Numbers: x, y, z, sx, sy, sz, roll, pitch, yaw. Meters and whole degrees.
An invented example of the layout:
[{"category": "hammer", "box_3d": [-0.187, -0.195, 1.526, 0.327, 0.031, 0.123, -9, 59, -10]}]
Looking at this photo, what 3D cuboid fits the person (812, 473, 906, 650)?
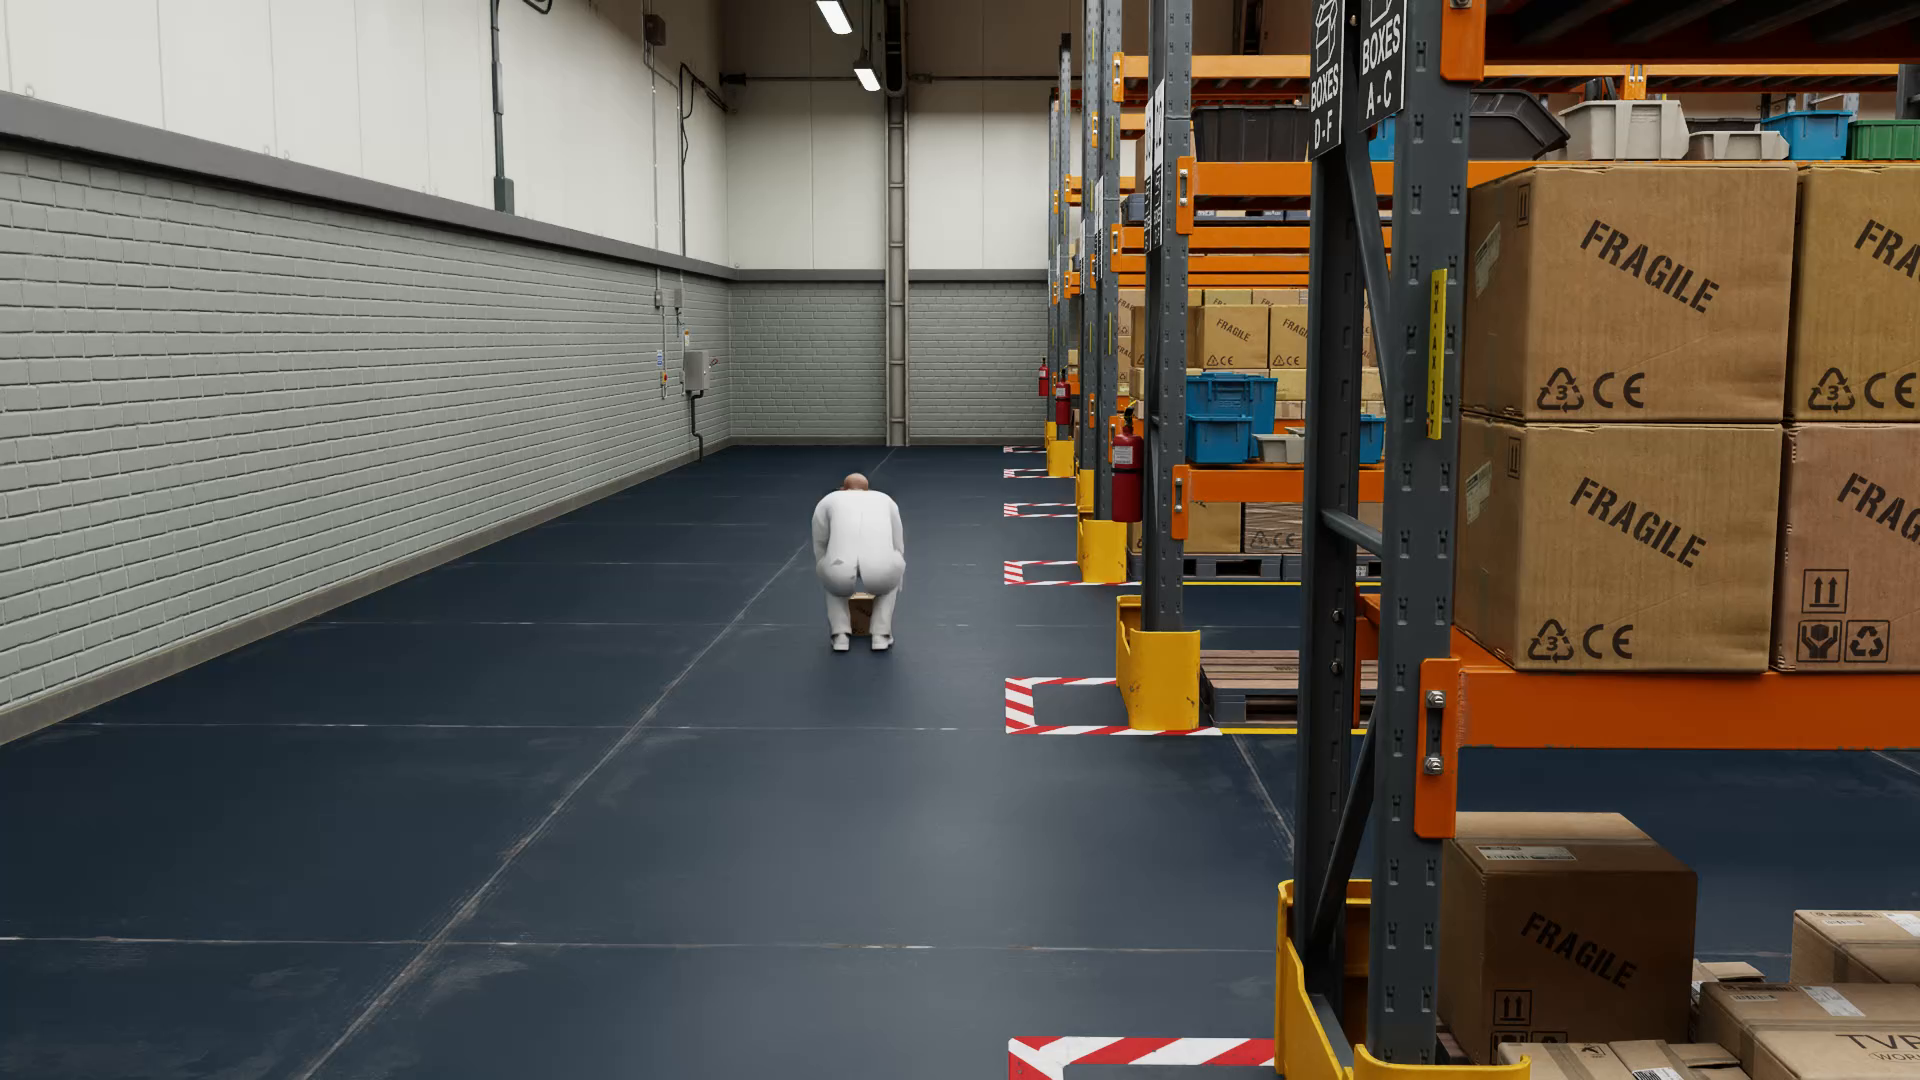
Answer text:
[{"category": "person", "box_3d": [-0.647, 0.146, 10.592, 0.610, 1.054, 0.877, 0, 7, 1]}]
